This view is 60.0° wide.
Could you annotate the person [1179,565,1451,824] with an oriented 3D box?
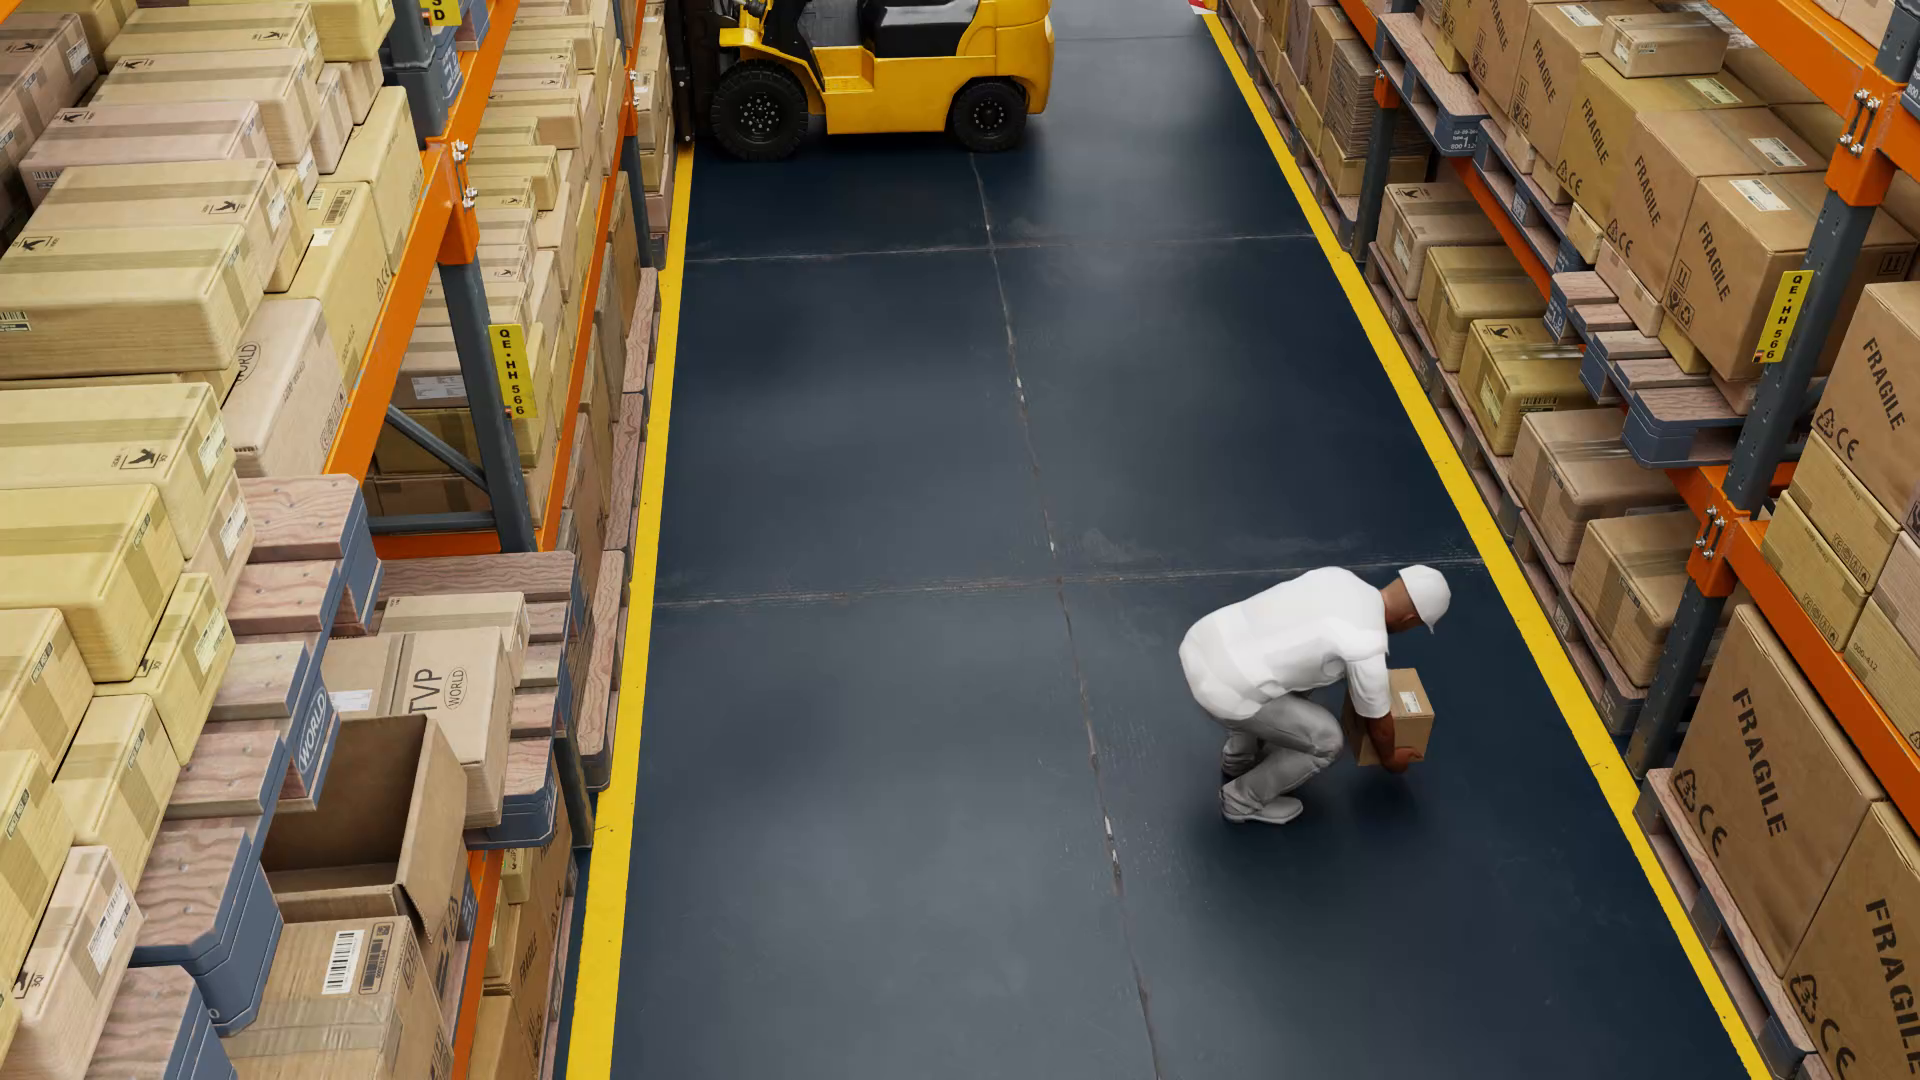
[{"bbox_3d":[1.266,0.534,6.079,0.946,1.009,0.529,-4,39,-6],"label":"person"}]
